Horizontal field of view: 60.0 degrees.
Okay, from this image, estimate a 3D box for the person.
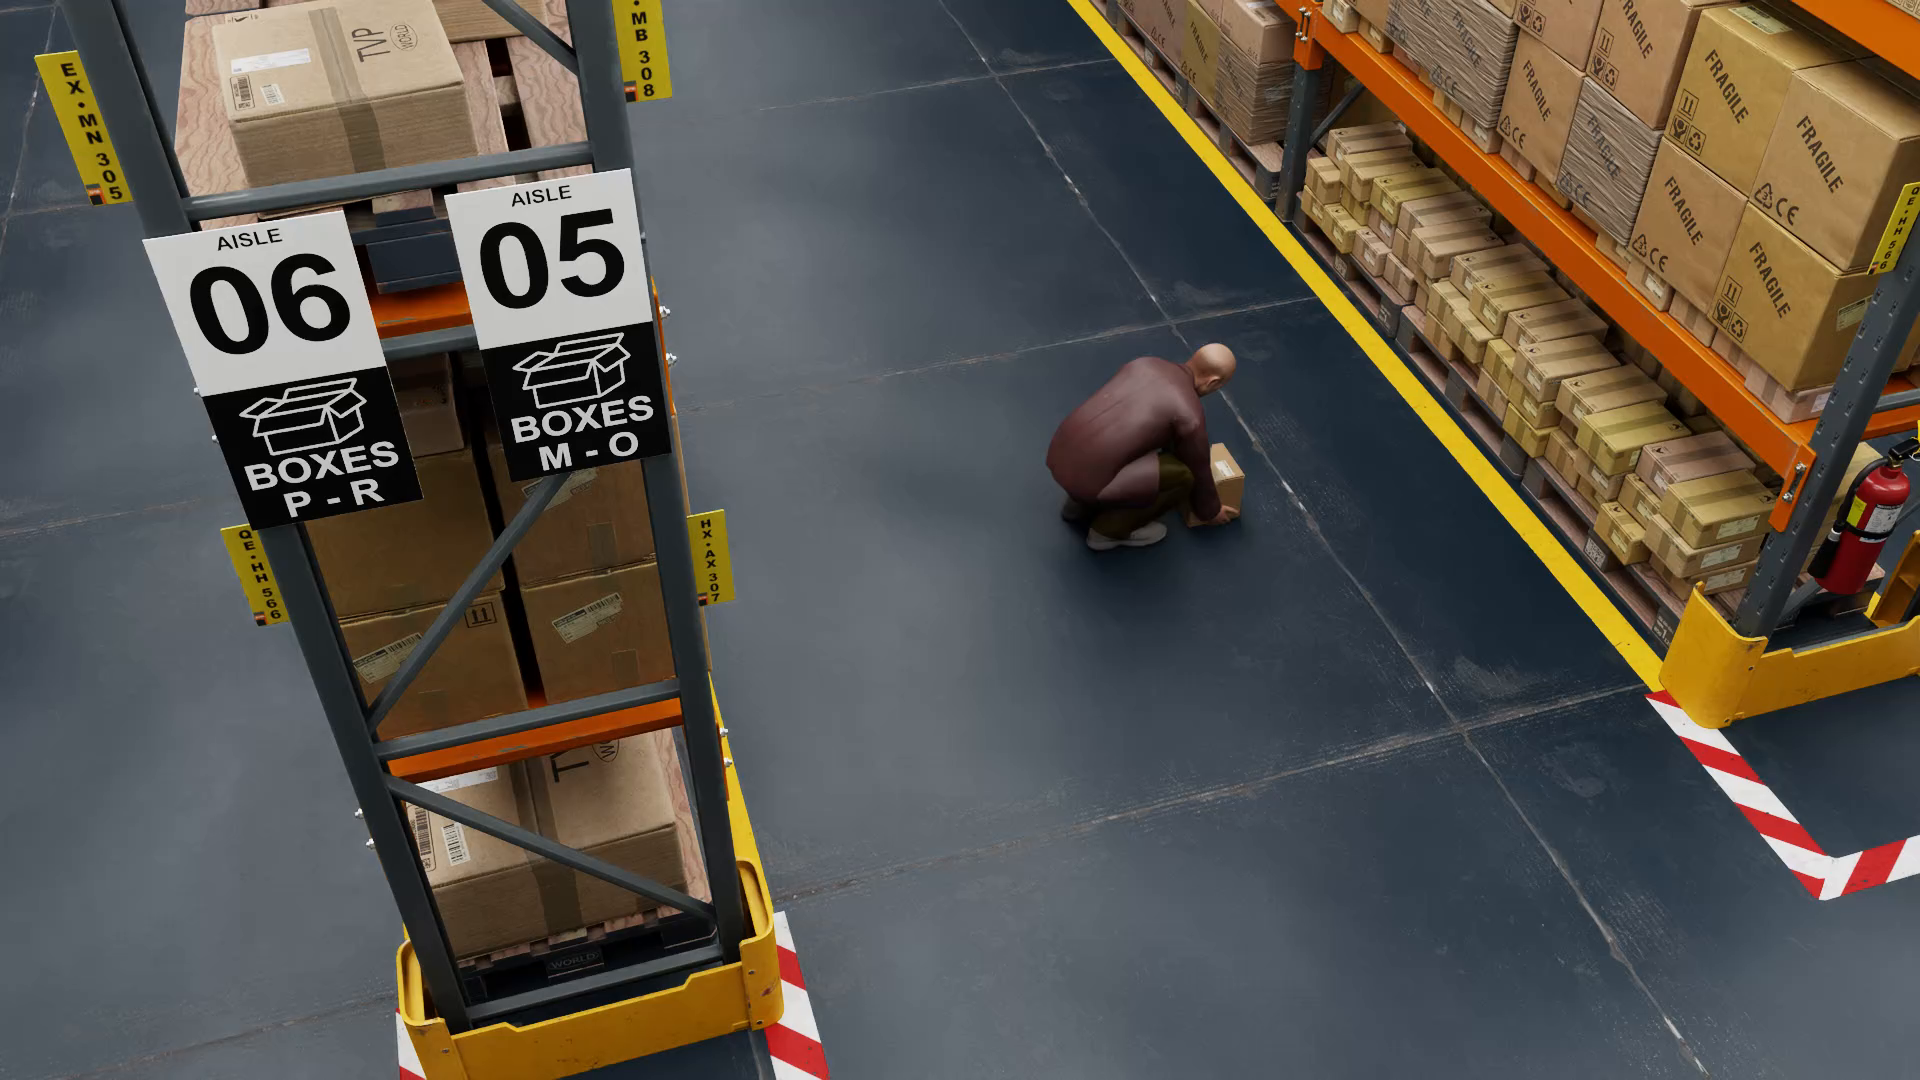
[{"bbox_3d":[0.800,-0.393,7.347,0.873,0.898,0.589,-12,43,-13],"label":"person"}]
